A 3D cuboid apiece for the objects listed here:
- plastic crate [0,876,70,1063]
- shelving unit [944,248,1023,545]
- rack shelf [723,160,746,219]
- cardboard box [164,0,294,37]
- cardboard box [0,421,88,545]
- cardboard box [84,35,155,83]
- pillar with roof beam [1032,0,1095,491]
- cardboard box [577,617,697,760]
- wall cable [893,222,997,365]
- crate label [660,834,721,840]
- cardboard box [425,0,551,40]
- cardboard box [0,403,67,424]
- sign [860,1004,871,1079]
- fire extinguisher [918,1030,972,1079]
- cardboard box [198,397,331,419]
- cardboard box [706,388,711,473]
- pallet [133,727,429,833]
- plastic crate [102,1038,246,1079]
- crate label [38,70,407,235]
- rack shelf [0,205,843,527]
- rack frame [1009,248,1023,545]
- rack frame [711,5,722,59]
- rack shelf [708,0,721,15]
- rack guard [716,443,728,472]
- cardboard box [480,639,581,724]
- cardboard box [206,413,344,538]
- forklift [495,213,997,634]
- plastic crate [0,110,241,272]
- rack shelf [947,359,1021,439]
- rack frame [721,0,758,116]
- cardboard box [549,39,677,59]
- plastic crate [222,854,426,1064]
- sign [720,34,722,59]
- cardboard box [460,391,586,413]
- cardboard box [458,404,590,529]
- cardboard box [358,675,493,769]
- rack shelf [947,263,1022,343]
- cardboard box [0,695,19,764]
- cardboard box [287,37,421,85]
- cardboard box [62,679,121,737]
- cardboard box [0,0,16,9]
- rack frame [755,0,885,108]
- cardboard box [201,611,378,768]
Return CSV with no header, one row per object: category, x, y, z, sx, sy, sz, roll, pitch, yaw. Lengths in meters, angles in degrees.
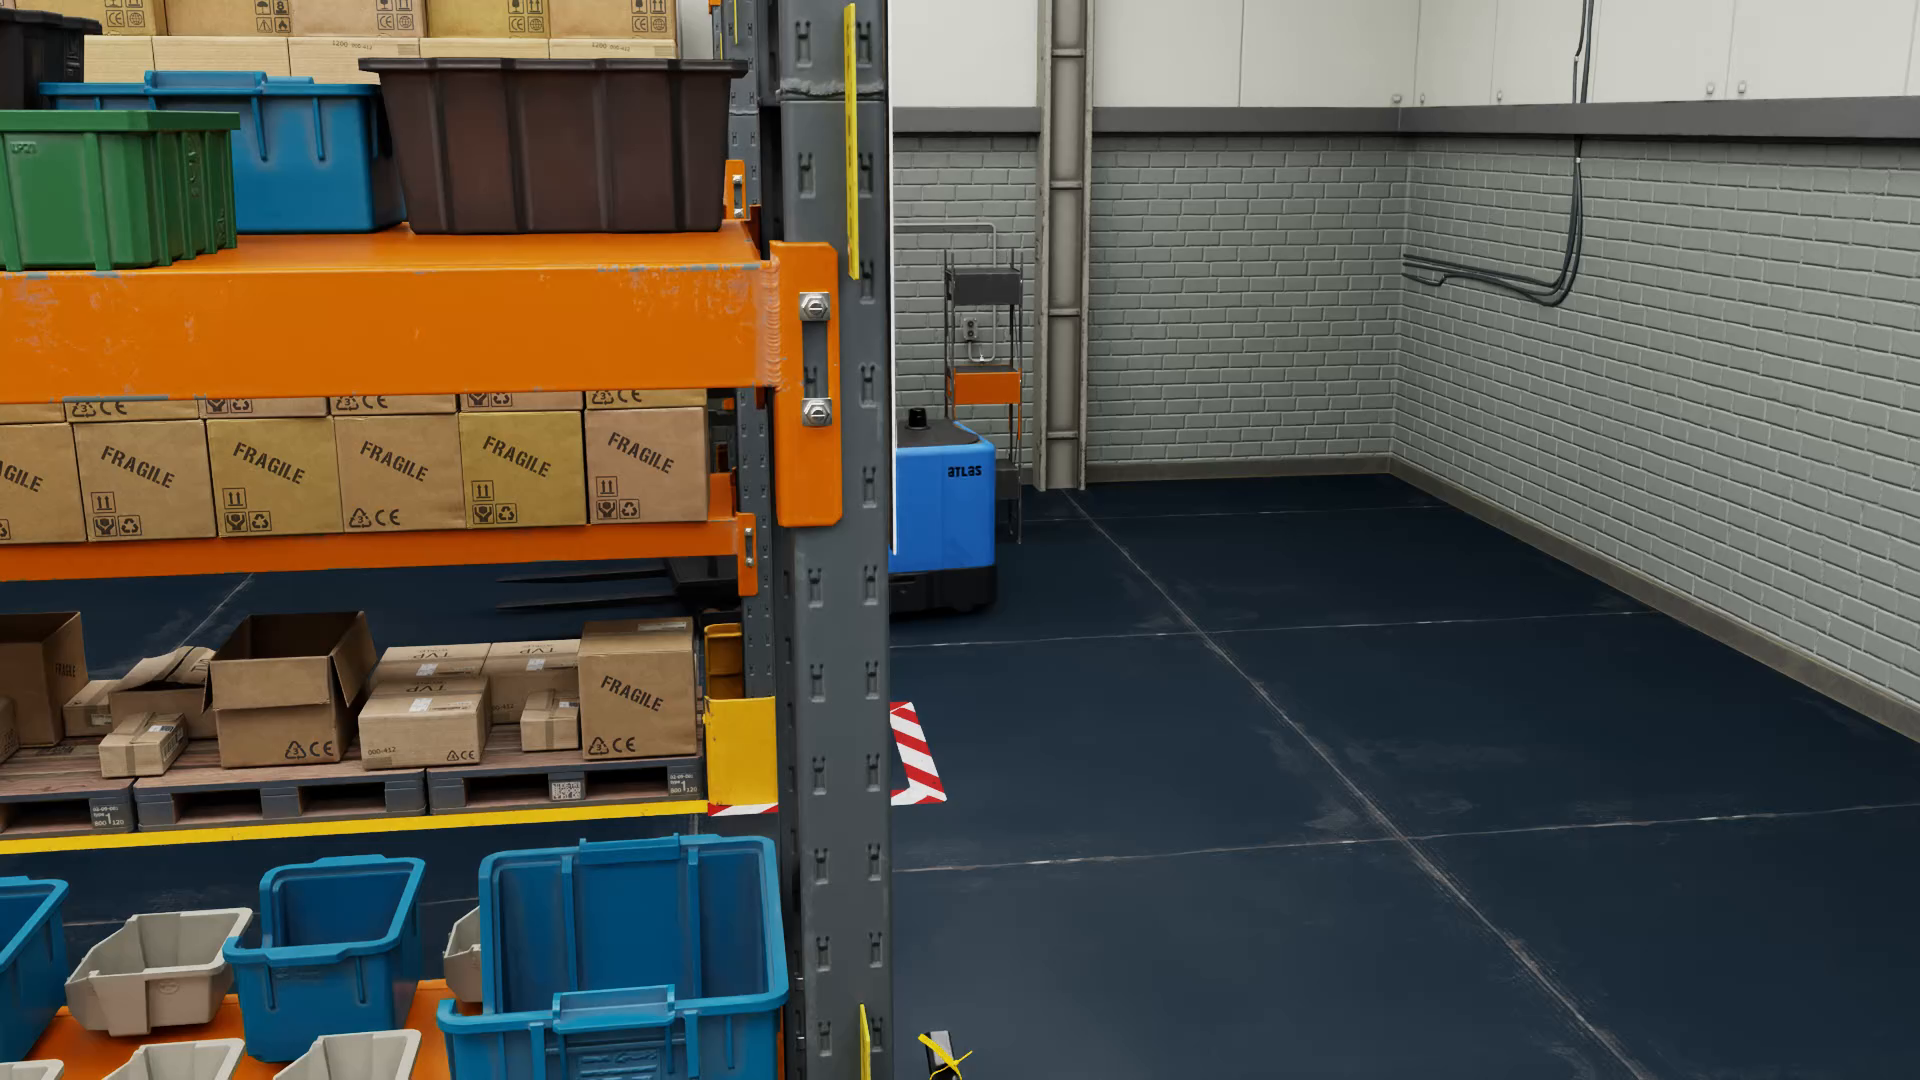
plastic crate,-1.827,0.813,3.033,0.300,0.233,0.416,-2,14,-8
shelving unit,0.164,-1.024,11.990,0.503,2.100,0.431,-2,14,-8
rack shelf,-2.944,-1.441,7.115,4.000,0.370,1.077,-2,14,-8
cardboard box,-2.966,-2.336,6.944,0.500,0.500,0.700,-2,14,-8
cardboard box,-3.871,-0.284,6.981,0.500,0.500,0.500,-2,14,-7
cardboard box,-3.413,-1.879,6.663,0.500,0.250,0.500,-2,14,-8
pillar with roof beam,1.474,-3.780,8.793,0.400,9.000,9.100,-2,14,-8
cardboard box,-1.467,0.670,7.617,0.500,0.500,0.500,-2,14,-8
wall cable,-0.583,-2.366,13.401,1.851,1.984,0.084,-2,14,-8
crate label,-0.525,0.766,3.223,0.303,0.233,0.416,-2,14,-8
cardboard box,-1.979,-2.376,7.102,0.500,0.500,0.700,-2,14,-8
cardboard box,-3.904,-0.765,6.843,0.500,0.500,0.500,-3,14,-10
sign,-0.134,0.836,2.385,0.005,0.325,0.100,-2,14,-8
fire extinguisher,-0.015,1.106,2.571,0.183,0.674,0.296,-2,14,-8
cardboard box,-2.885,-0.802,6.992,0.500,0.500,0.500,-2,14,-7
cardboard box,-1.444,-0.504,7.858,0.500,0.500,0.500,-2,14,-7
pallet,-3.033,1.020,7.721,1.213,0.211,1.003,-2,14,-8
plastic crate,-1.300,0.963,2.635,0.243,0.136,0.396,-2,14,-8
crate label,-1.193,-0.643,2.760,0.502,0.251,0.408,-2,14,-8
rack shelf,-2.210,-0.250,2.364,4.000,0.370,1.077,-2,14,-8
rack frame,0.405,-1.033,12.026,0.015,2.100,0.400,-2,14,-8
rack frame,-1.708,-4.509,11.703,0.127,3.000,1.000,-2,14,-8
rack shelf,-3.686,-3.894,11.550,4.000,0.370,1.077,-2,14,-8
rack guard,-1.684,-0.388,12.740,0.348,0.500,1.175,-2,14,-8
cardboard box,-2.041,0.682,8.084,0.500,0.250,0.500,-2,14,-8
cardboard box,-2.874,-0.320,7.126,0.500,0.500,0.500,-2,14,-9
forklift,-1.342,-0.986,10.127,3.031,2.935,1.130,-4,15,-15
plastic crate,-1.165,-0.464,2.175,0.336,0.188,0.450,-2,14,-8
rack shelf,0.164,-1.011,11.994,0.480,0.518,0.431,-2,14,-8
rack frame,-0.966,-3.318,6.952,0.127,3.000,1.000,-2,14,-8
cardboard box,-1.436,-1.953,6.955,0.500,0.250,0.500,-2,14,-8
plastic crate,-1.176,0.790,3.128,0.300,0.233,0.416,-2,14,-8
sign,-1.641,-3.314,11.447,0.005,0.325,0.100,-2,14,-8
cardboard box,-1.865,-0.841,7.146,0.500,0.500,0.500,-2,14,-7
cardboard box,-1.881,-0.355,7.265,0.500,0.500,0.500,-2,14,-8
cardboard box,-2.411,0.819,7.539,0.500,0.250,0.500,-2,14,-8
rack shelf,0.164,-1.690,11.823,0.480,0.518,0.431,-2,14,-8
cardboard box,-4.474,0.865,7.230,0.500,0.311,0.500,-2,14,-8
cardboard box,-2.426,-1.917,6.814,0.500,0.250,0.500,-2,14,-8
cardboard box,-4.039,0.790,7.863,0.250,0.149,0.380,-2,14,-8
cardboard box,-3.931,-2.262,6.648,0.500,0.500,0.700,-2,14,-8
rack frame,-0.232,-2.126,2.200,0.127,3.000,1.000,-2,14,-8
cardboard box,-3.065,0.665,7.630,0.637,0.503,0.797,-2,14,-8
